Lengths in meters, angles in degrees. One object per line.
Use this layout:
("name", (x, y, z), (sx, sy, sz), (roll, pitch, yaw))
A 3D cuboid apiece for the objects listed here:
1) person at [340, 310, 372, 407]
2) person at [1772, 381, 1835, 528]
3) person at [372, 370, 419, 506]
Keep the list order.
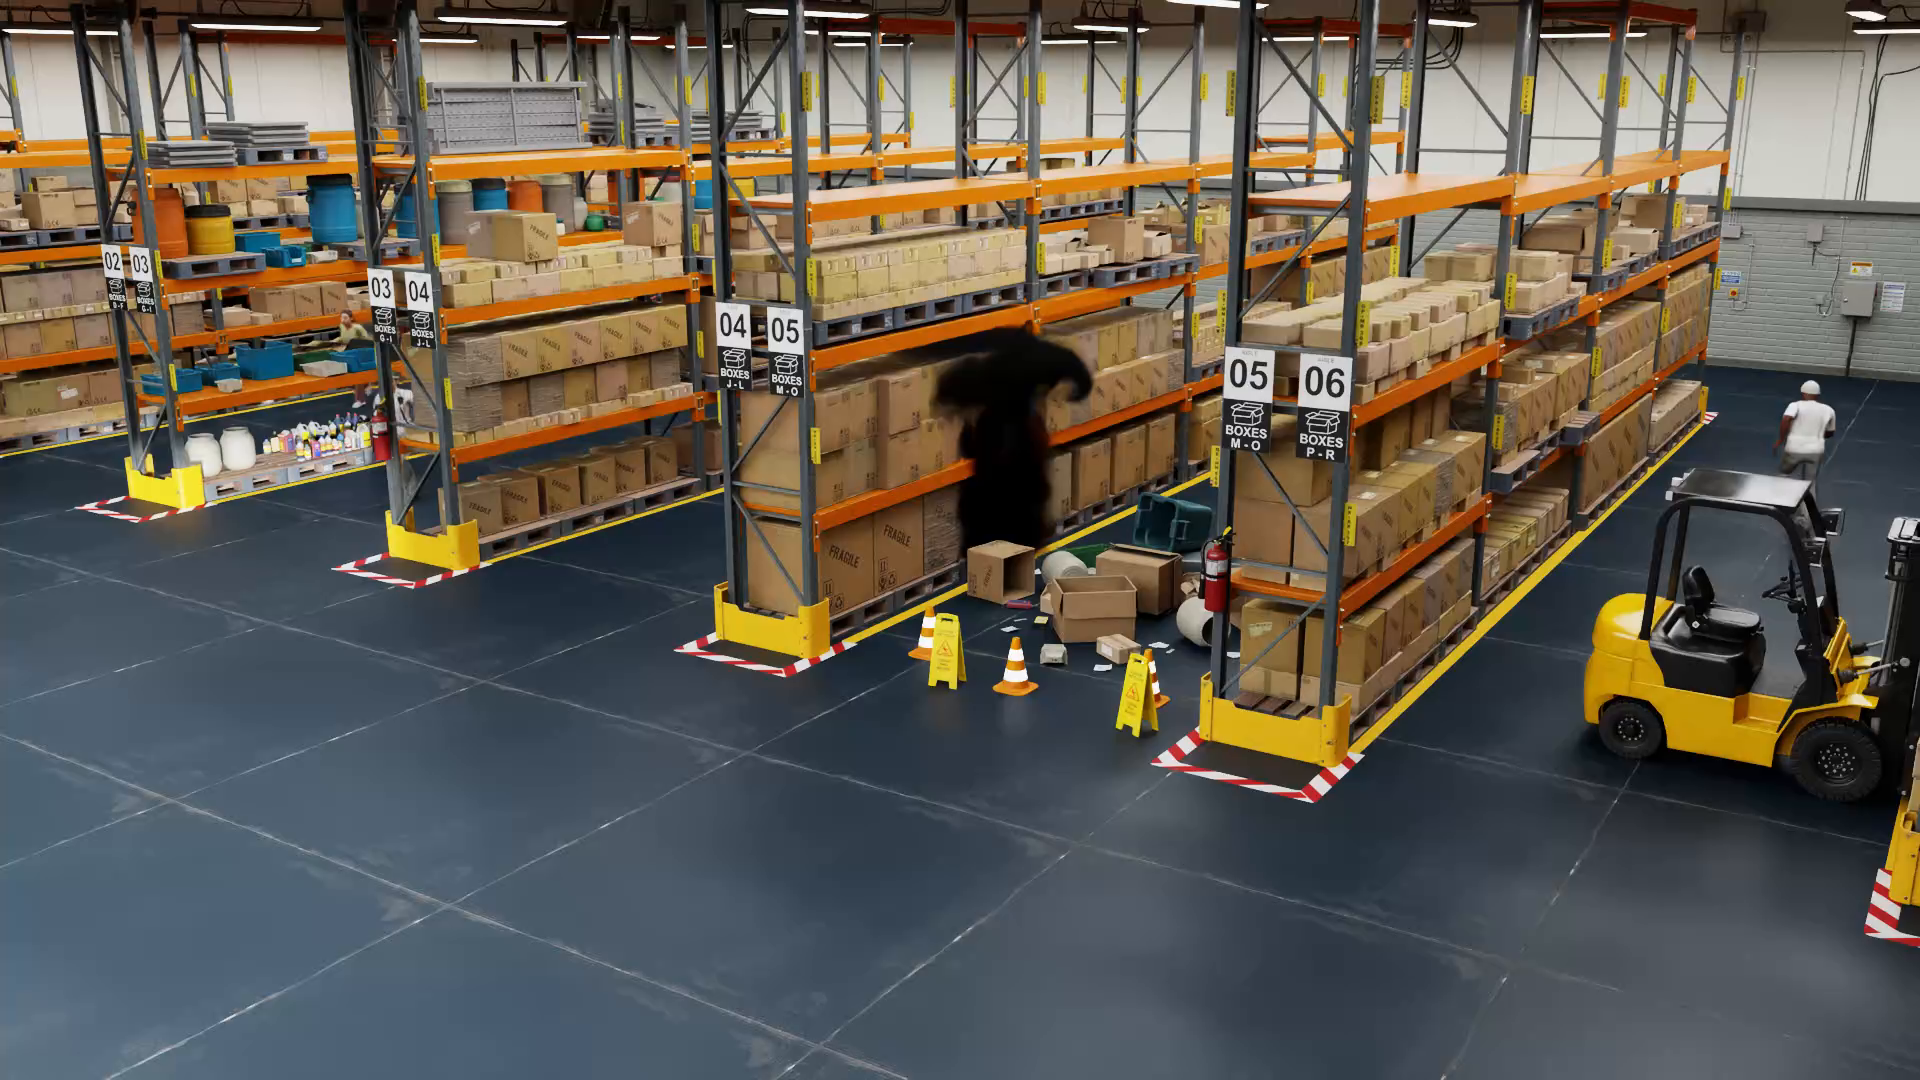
("person", (-9.728, -2.943, 26.834), (0.567, 1.599, 0.647), (4, 16, 13))
("person", (10.057, -1.052, 19.861), (0.710, 1.668, 0.937), (4, 16, 13))
("person", (-6.997, -1.288, 20.720), (0.552, 1.735, 0.813), (3, 16, 12))
